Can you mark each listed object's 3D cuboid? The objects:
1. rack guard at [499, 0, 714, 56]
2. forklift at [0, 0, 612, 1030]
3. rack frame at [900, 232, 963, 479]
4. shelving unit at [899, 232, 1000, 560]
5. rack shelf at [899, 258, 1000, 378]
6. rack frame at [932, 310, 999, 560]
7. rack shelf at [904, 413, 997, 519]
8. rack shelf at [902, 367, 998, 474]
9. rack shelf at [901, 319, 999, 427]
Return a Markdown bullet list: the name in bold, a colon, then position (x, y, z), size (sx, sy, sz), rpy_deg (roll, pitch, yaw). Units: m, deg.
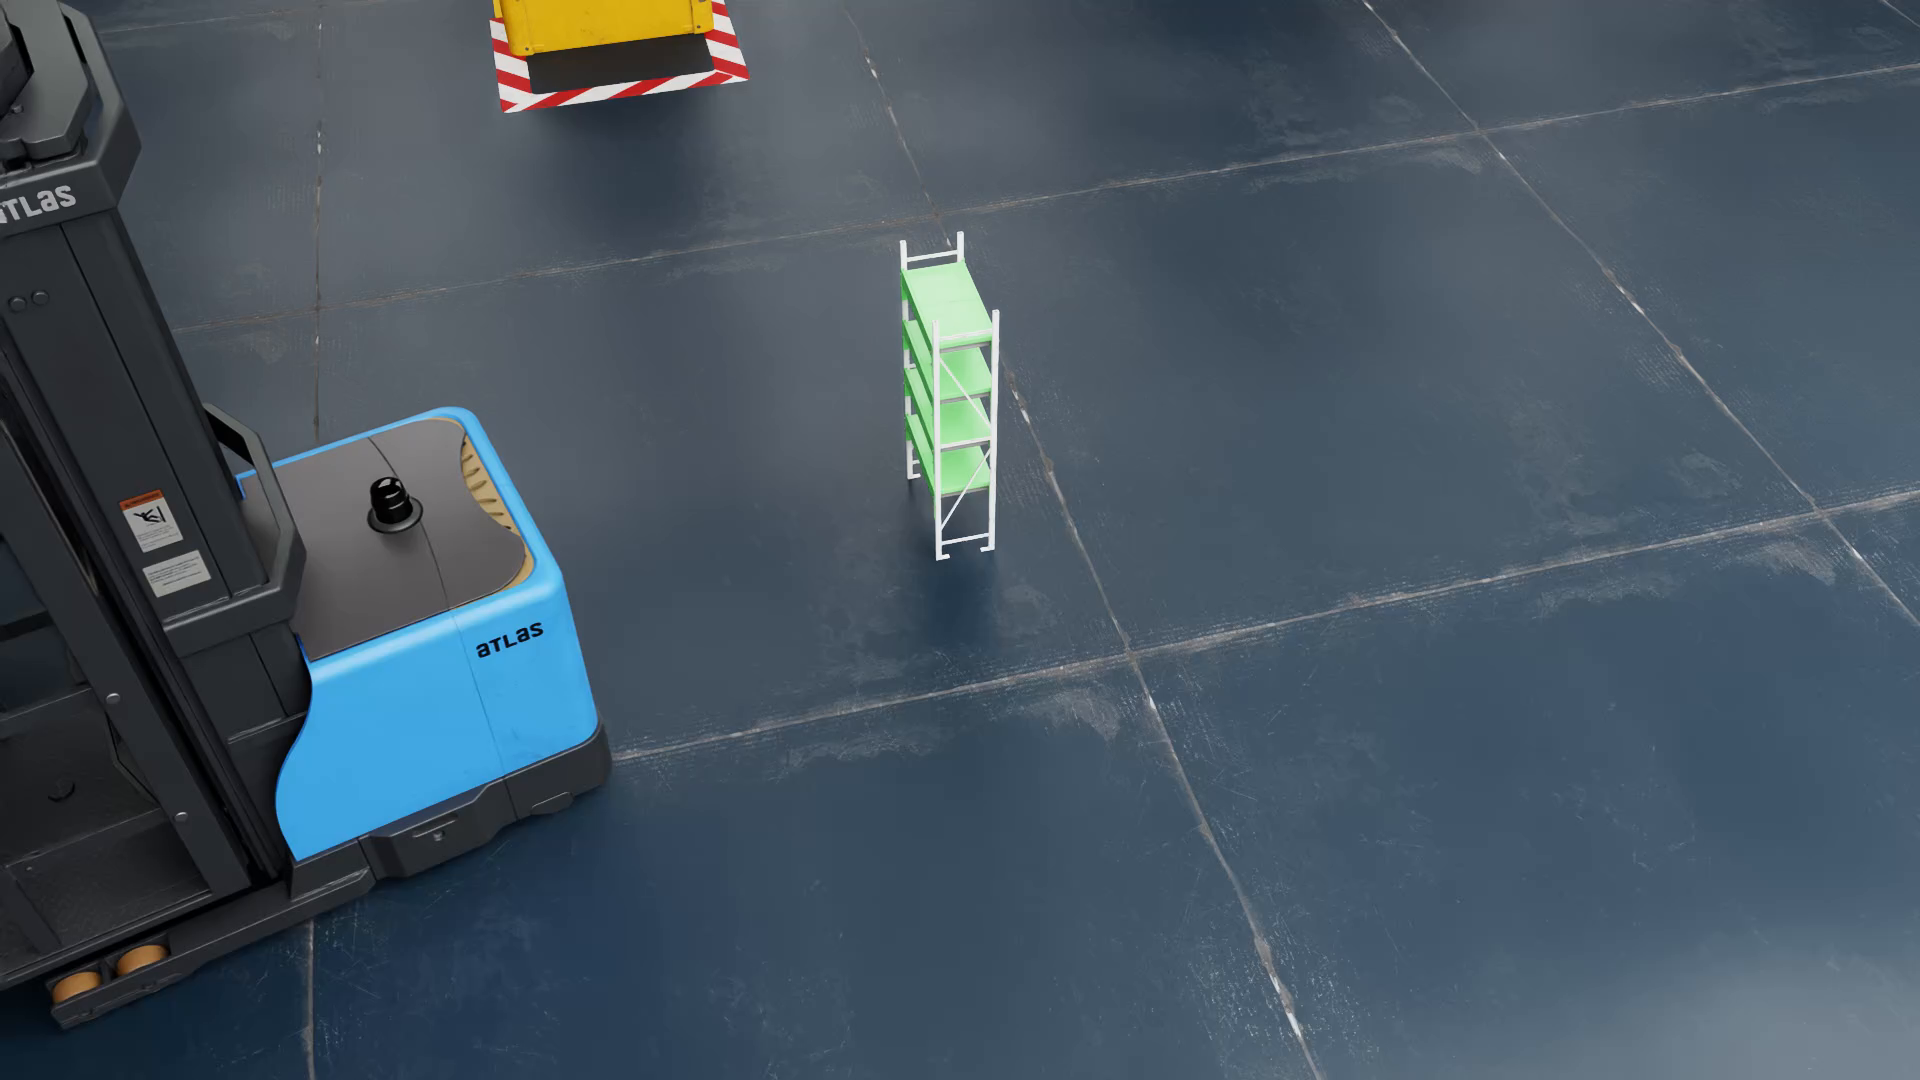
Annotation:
- **rack guard**: position (-2.025, -3.138, 9.475), size (1.175, 0.500, 0.348), rpy_deg (-11, 47, -10)
- **forklift**: position (-2.764, 0.061, 4.638), size (3.031, 2.935, 1.130), rpy_deg (-22, 50, -20)
- **rack frame**: position (-0.105, -0.703, 6.599), size (0.240, 1.200, 0.015), rpy_deg (-11, 47, -10)
- **shelving unit**: position (-0.042, -0.534, 6.433), size (0.258, 1.200, 0.503), rpy_deg (-11, 47, -10)
- **rack shelf**: position (-0.042, -0.825, 6.136), size (0.258, 0.148, 0.480), rpy_deg (-11, 47, -10)
- **rack frame**: position (0.020, -0.366, 6.268), size (0.240, 1.200, 0.015), rpy_deg (-11, 47, -10)
- **rack shelf**: position (-0.042, -0.322, 6.651), size (0.258, 0.148, 0.480), rpy_deg (-11, 47, -10)
- **rack shelf**: position (-0.042, -0.490, 6.479), size (0.258, 0.148, 0.480), rpy_deg (-11, 47, -10)
- **rack shelf**: position (-0.042, -0.658, 6.308), size (0.258, 0.148, 0.480), rpy_deg (-11, 47, -10)
